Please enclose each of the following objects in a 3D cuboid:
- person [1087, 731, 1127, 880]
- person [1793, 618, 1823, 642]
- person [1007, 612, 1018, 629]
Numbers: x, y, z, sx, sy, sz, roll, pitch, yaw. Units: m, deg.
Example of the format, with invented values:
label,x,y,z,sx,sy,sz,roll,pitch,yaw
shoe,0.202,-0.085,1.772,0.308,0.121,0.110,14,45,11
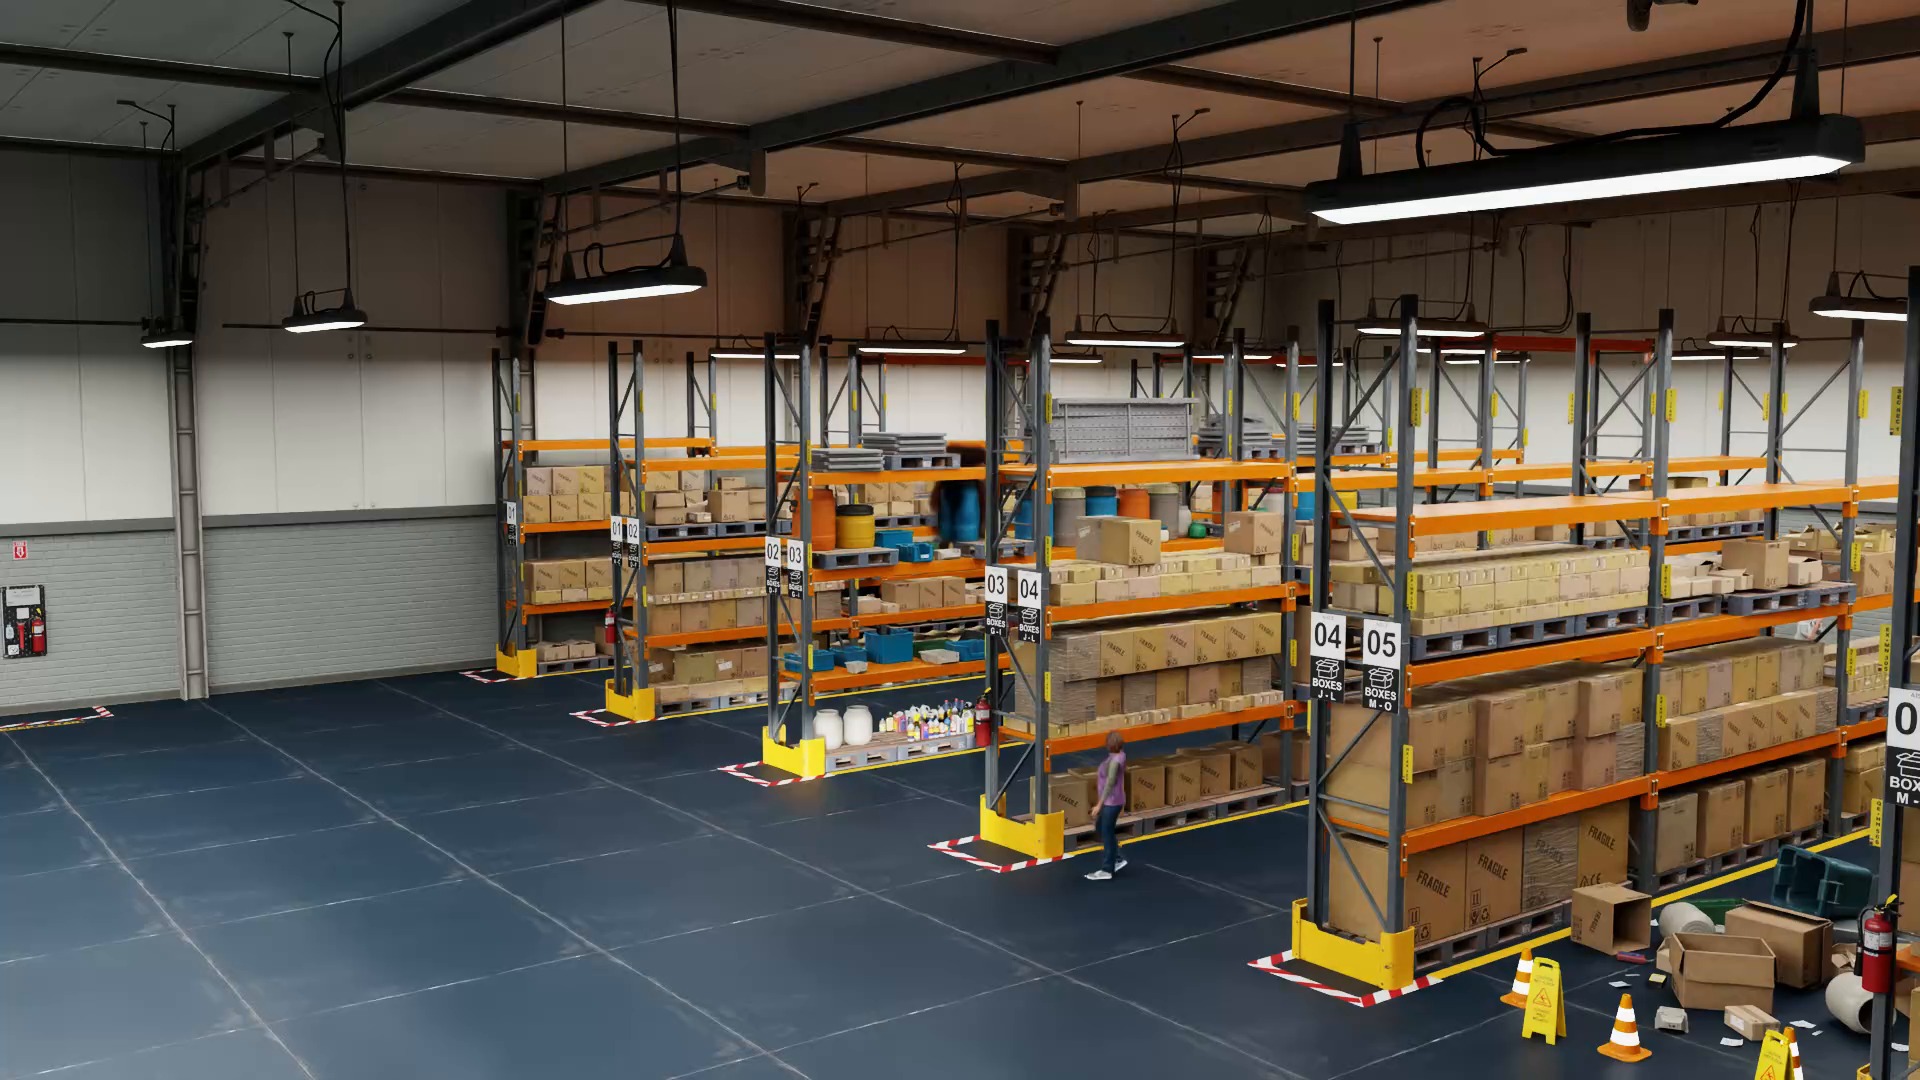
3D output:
label,x,y,z,sx,sy,sz,roll,pitch,yaw
person,1.571,2.818,17.727,0.436,1.607,0.496,0,5,4
person,15.362,1.654,30.047,1.043,1.715,0.549,-1,5,-11
person,0.995,1.407,33.491,0.963,1.631,0.456,-3,6,-31
